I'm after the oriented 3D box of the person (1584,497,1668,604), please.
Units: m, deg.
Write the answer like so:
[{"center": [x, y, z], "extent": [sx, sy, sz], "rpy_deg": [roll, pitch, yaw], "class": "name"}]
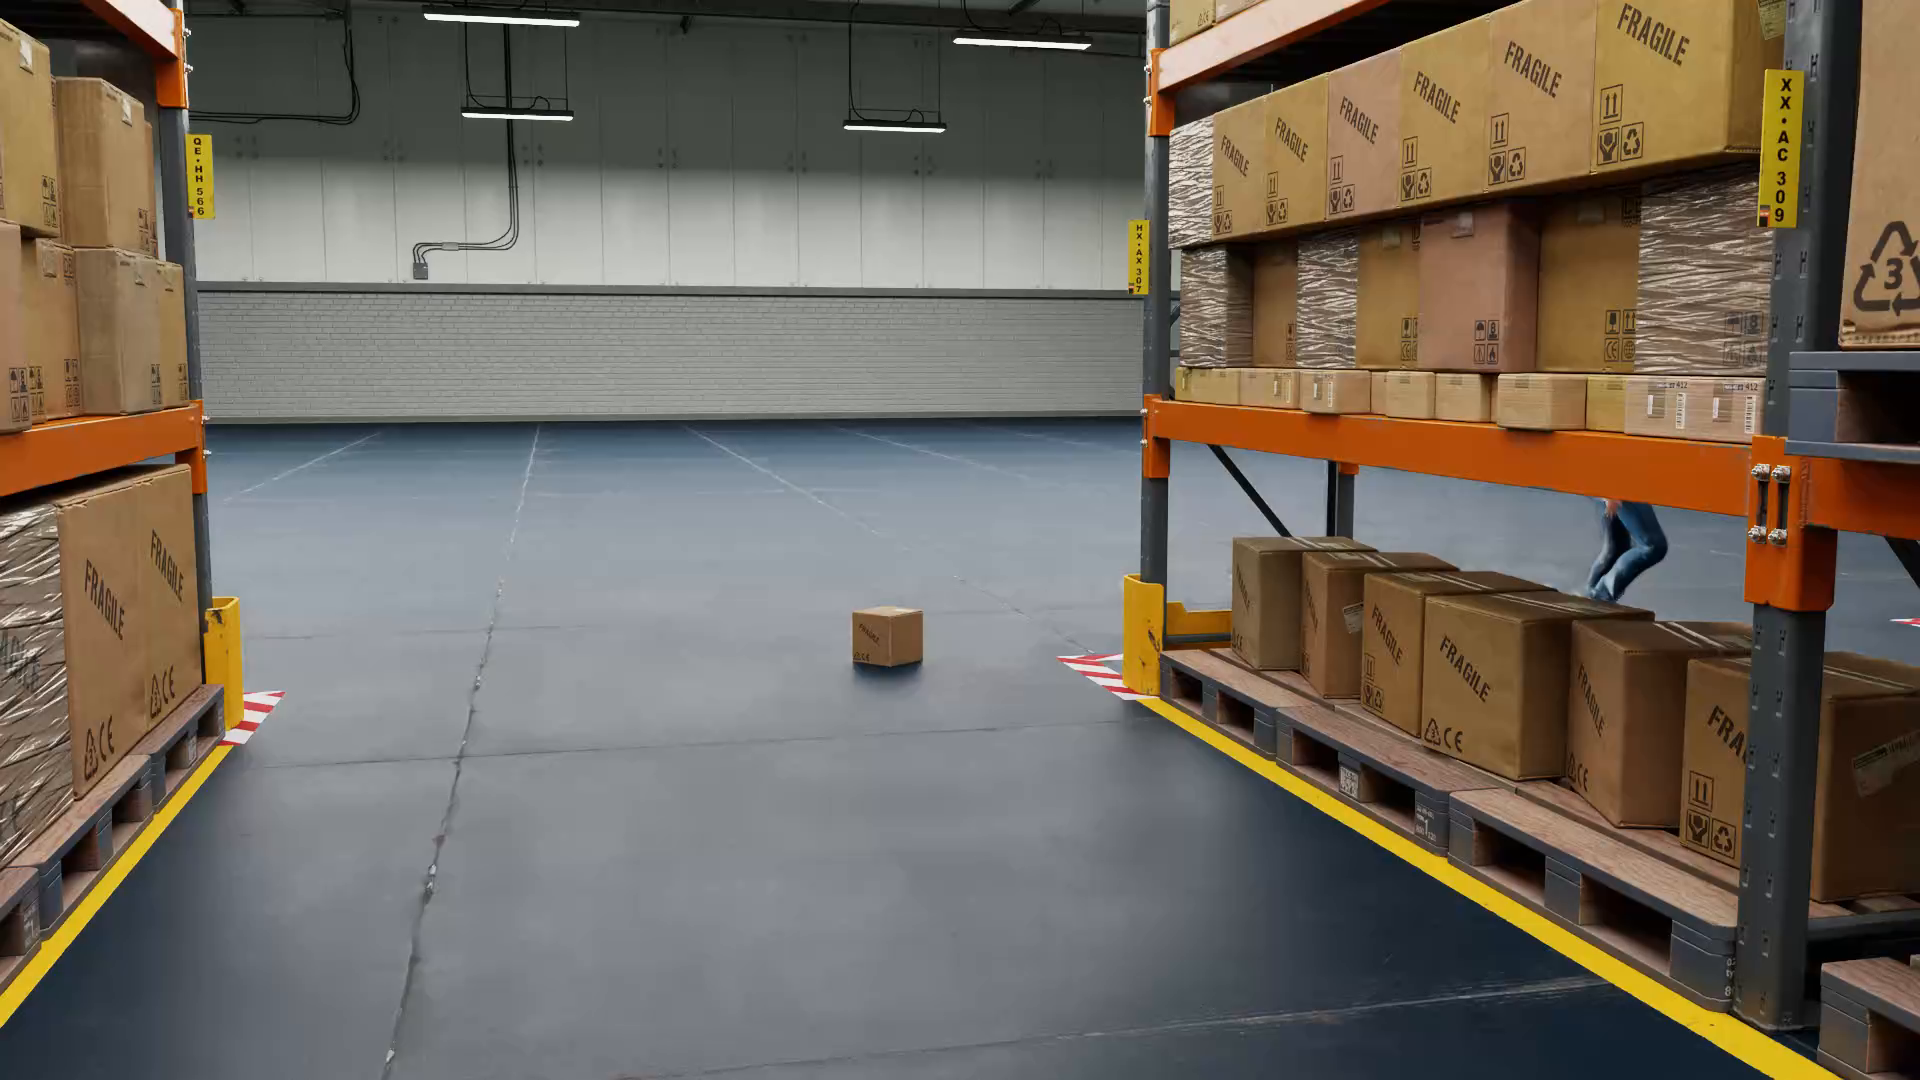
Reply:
[{"center": [3.399, -0.259, 8.489], "extent": [0.406, 1.595, 0.436], "rpy_deg": [2, 7, 20], "class": "person"}]
